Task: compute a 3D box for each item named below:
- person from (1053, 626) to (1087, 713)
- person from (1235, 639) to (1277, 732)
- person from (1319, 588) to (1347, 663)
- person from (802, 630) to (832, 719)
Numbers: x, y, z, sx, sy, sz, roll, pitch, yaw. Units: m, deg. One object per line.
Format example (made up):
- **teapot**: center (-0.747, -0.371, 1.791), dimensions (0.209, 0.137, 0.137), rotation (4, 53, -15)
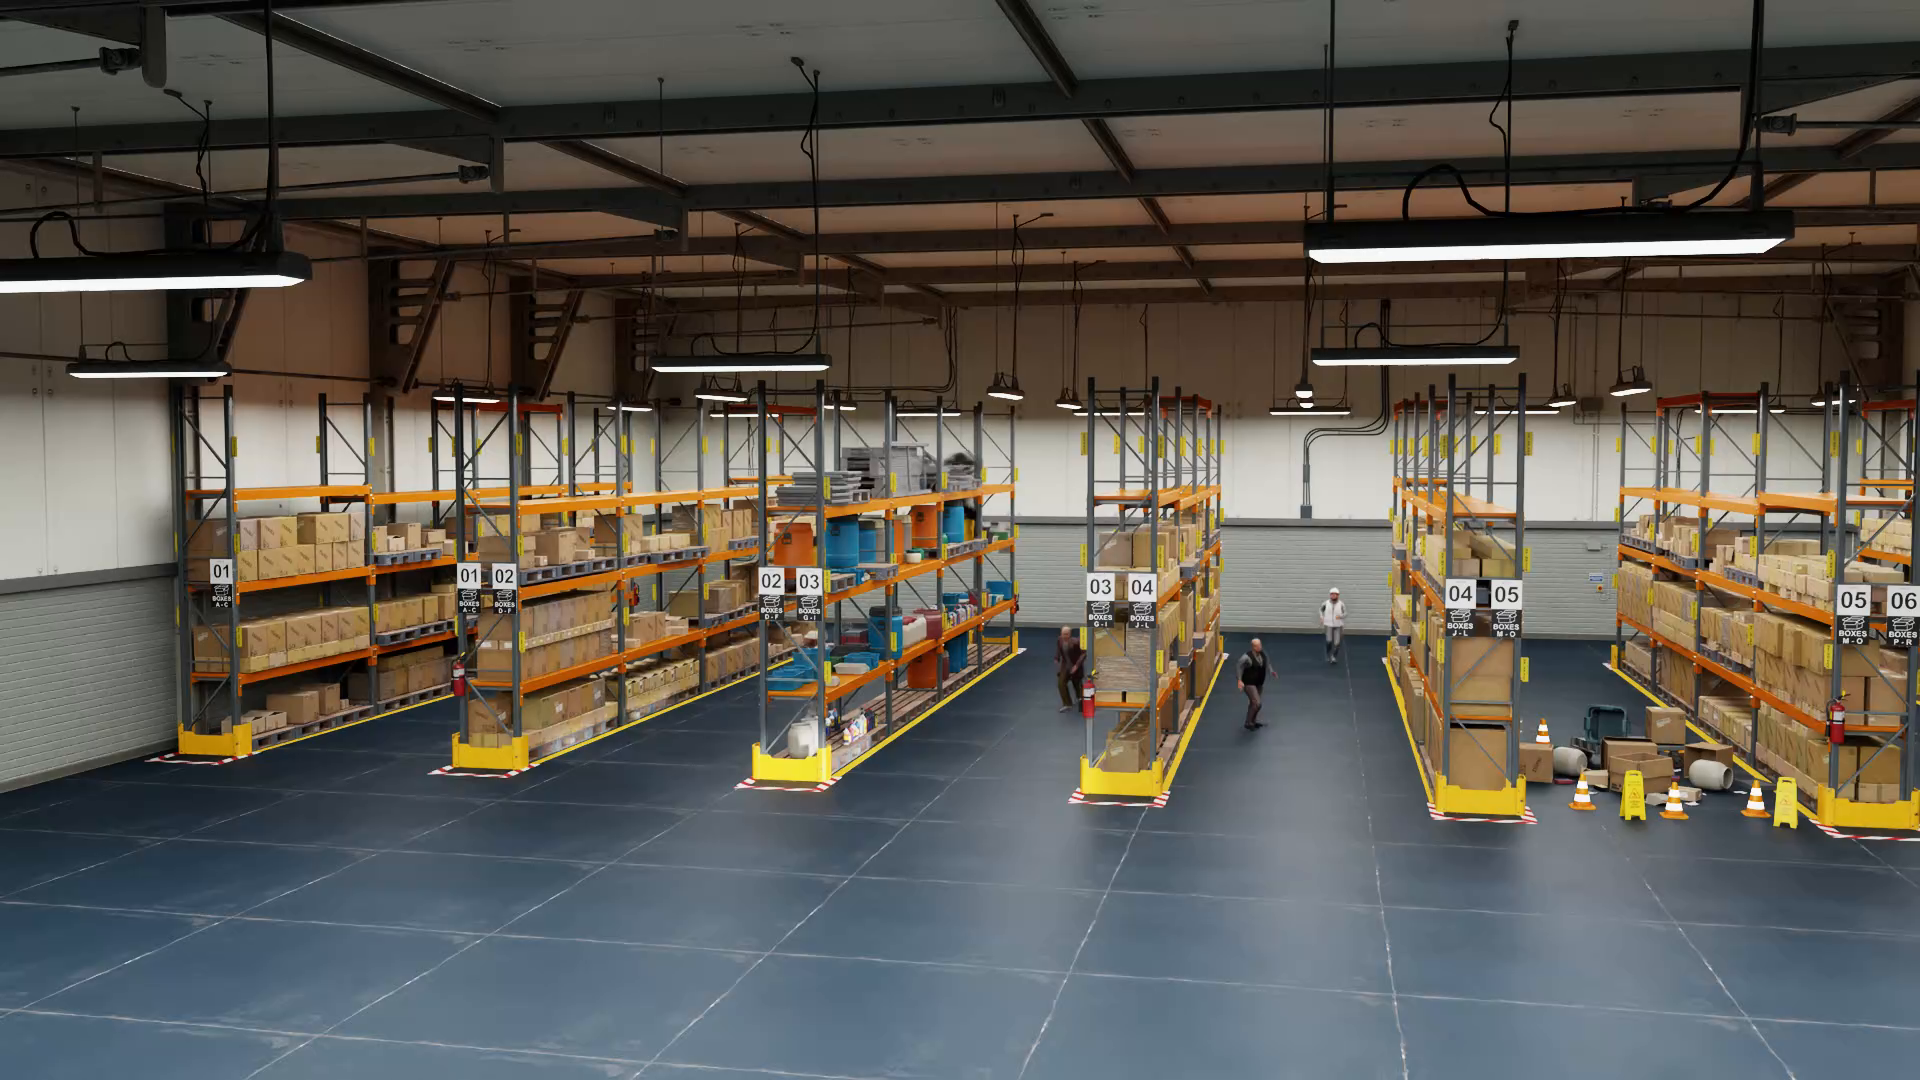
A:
- **person**: center (2.160, 2.410, 31.536), dimensions (0.718, 1.634, 1.135), rotation (2, 4, 29)
- **person**: center (5.227, 2.611, 29.359), dimensions (0.679, 1.595, 0.822), rotation (-3, 4, -38)
- **person**: center (8.603, 1.971, 38.322), dimensions (0.630, 1.732, 0.648), rotation (0, 3, 7)
- **person**: center (-2.599, 2.453, 30.199), dimensions (0.727, 1.664, 0.835), rotation (-1, 3, -22)
